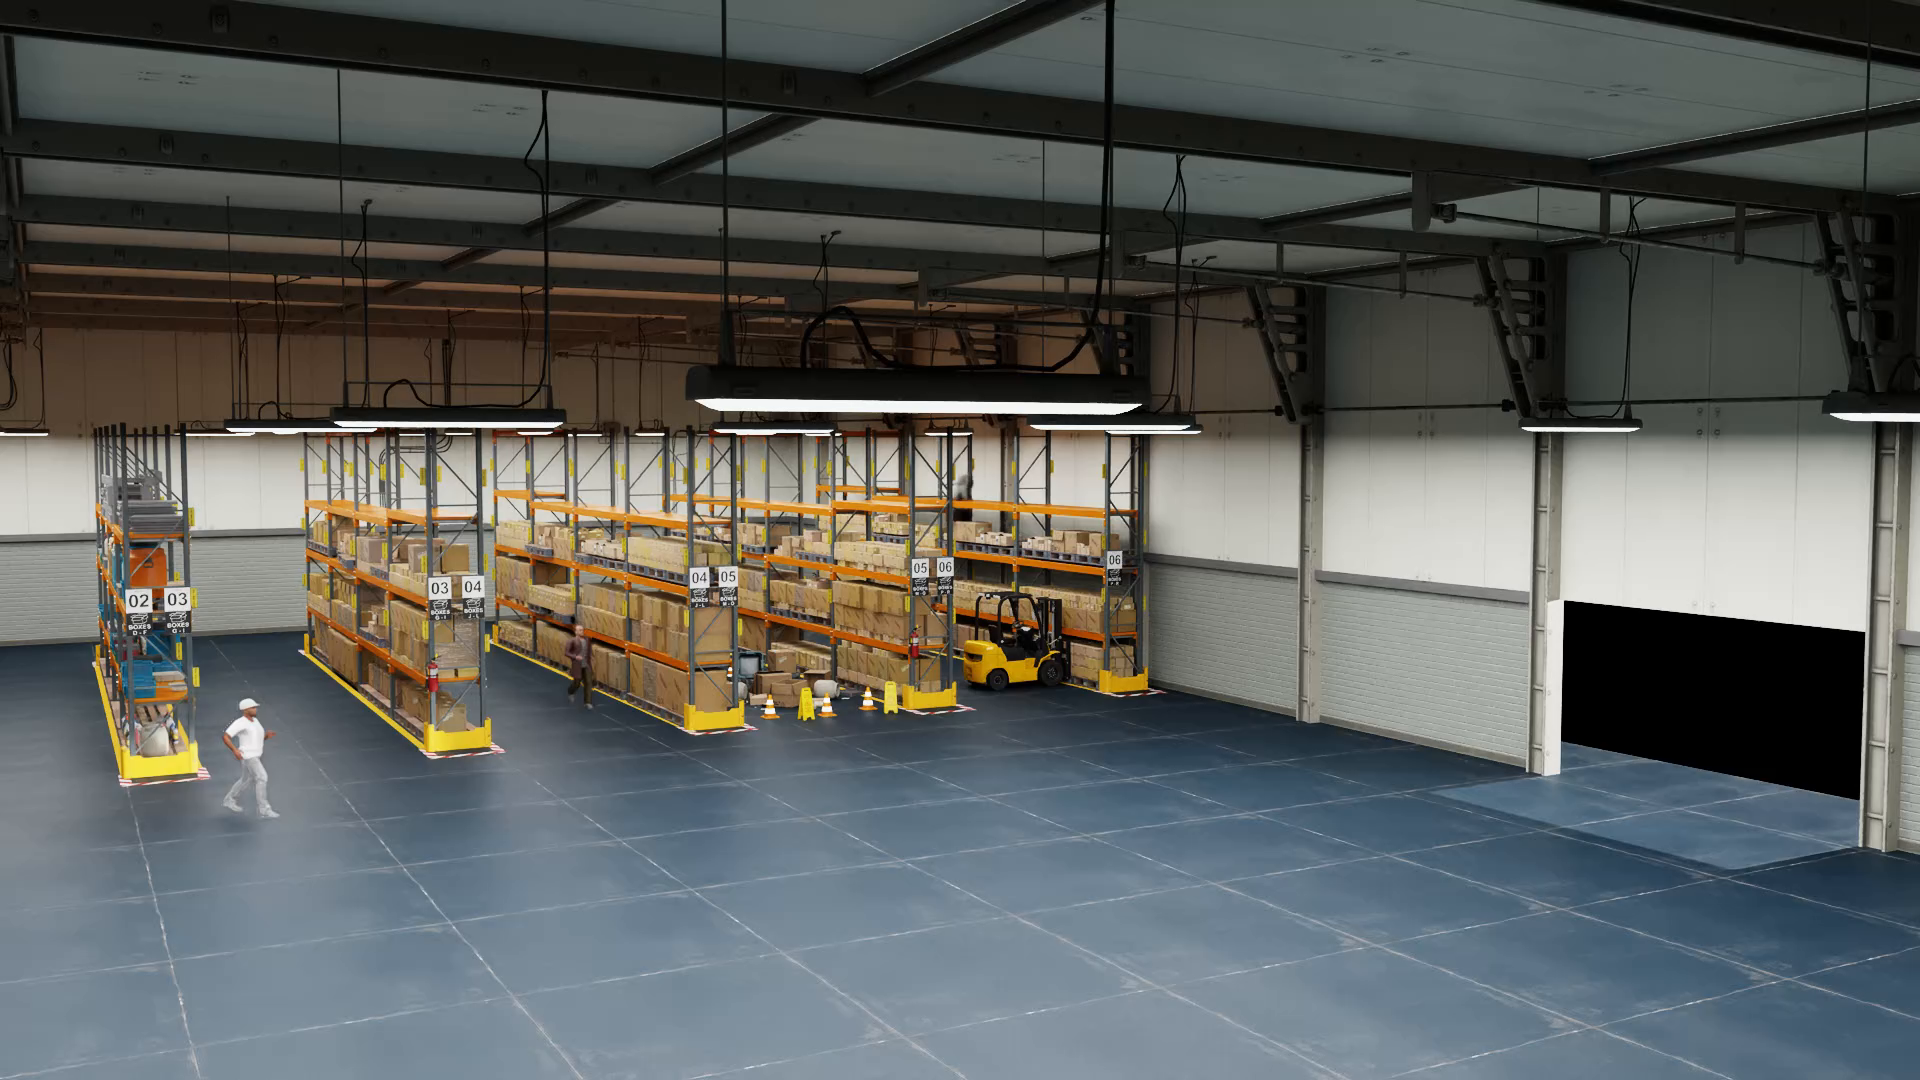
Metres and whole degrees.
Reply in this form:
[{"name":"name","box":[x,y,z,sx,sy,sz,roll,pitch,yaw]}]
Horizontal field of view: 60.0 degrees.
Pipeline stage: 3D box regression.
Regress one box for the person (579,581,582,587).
[{"name":"person","box":[-10.874,2.014,47.369,0.638,1.715,0.818,-3,5,-45]}]

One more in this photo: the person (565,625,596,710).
[{"name":"person","box":[-8.071,2.686,35.382,0.718,1.764,1.024,-3,4,-39]}]

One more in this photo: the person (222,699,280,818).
[{"name":"person","box":[-10.737,3.297,25.150,0.879,1.803,0.682,0,3,-6]}]
